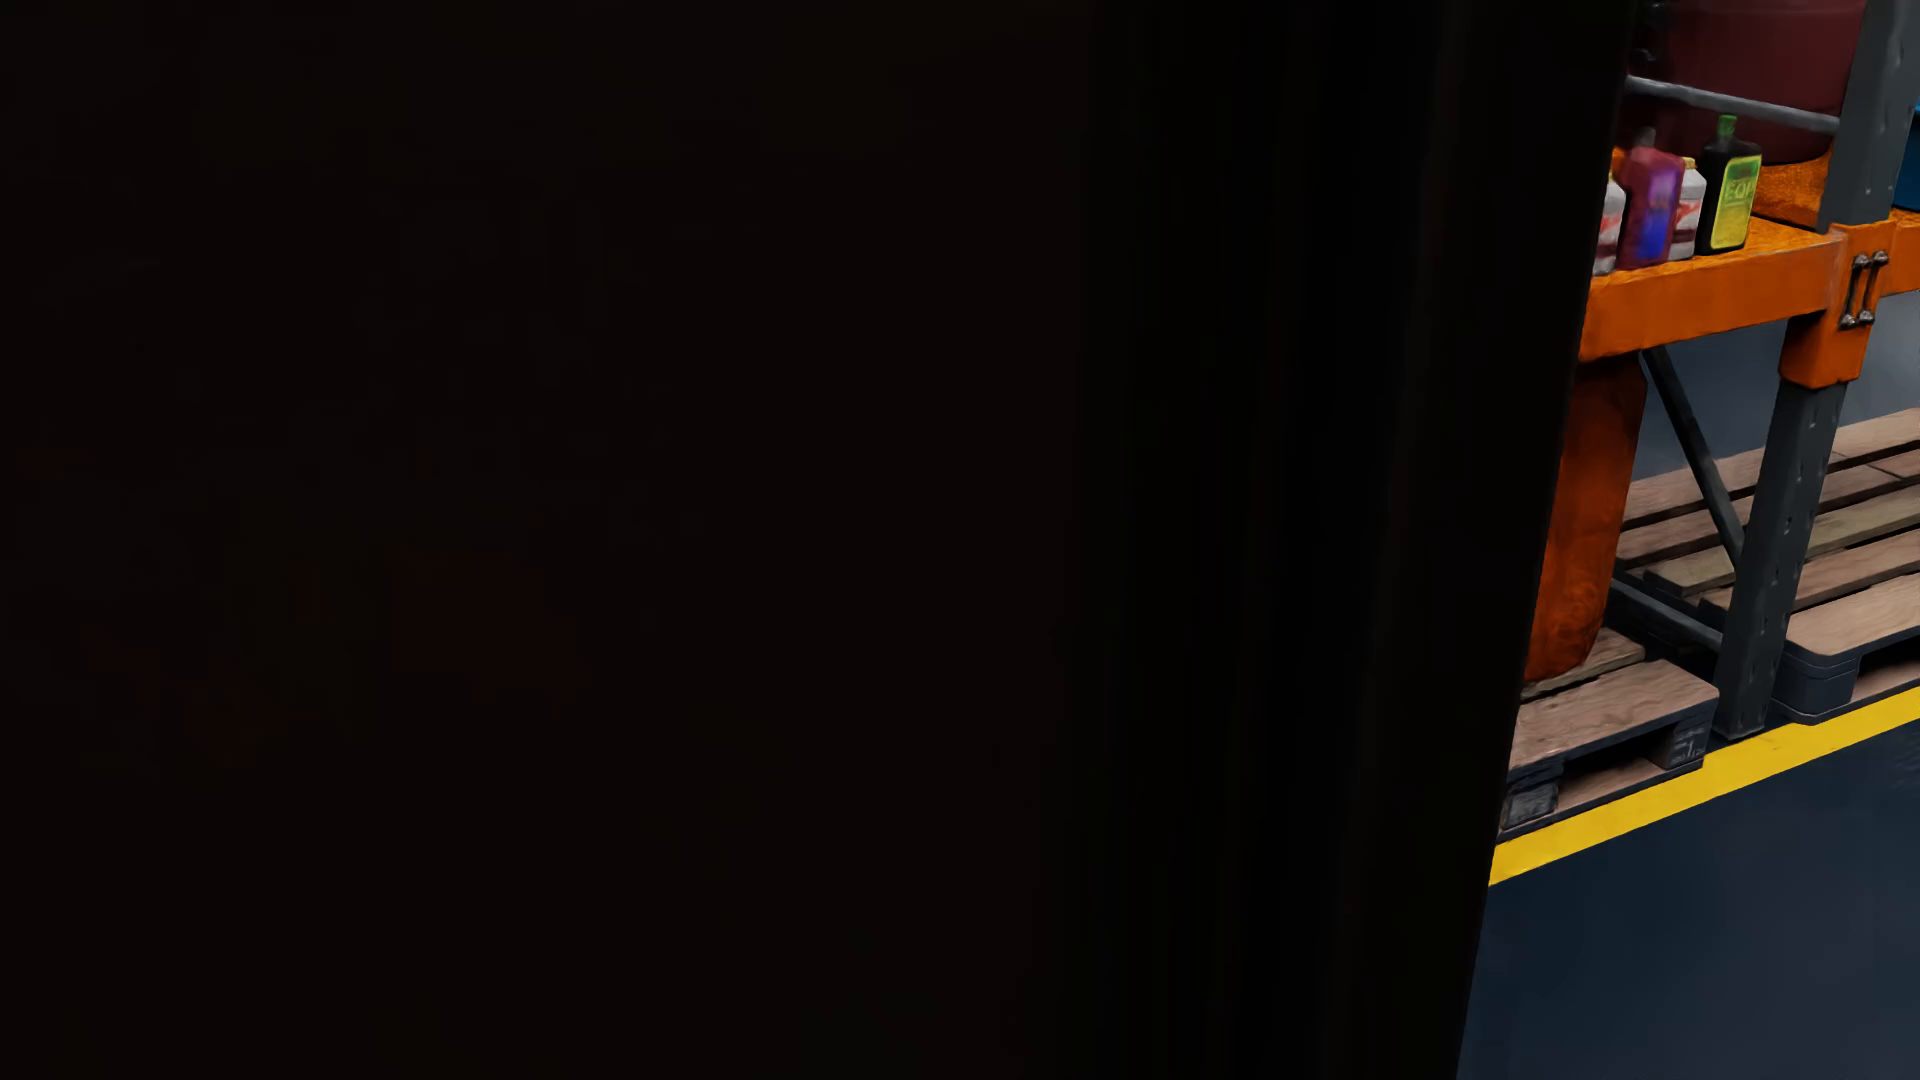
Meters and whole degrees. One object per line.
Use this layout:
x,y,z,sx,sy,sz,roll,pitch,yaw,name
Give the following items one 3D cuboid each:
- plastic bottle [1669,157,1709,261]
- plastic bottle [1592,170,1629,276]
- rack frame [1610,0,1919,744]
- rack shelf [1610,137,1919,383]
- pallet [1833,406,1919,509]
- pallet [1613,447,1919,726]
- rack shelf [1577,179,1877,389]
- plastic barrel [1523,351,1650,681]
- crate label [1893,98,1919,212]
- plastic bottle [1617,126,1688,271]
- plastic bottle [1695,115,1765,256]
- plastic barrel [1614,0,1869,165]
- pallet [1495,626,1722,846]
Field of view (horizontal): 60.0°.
1.493,-0.691,3.453,0.097,0.201,0.097,0,26,0,plastic bottle
1.289,-0.644,3.355,0.097,0.201,0.097,0,26,0,plastic bottle
1.760,-1.042,3.955,0.127,3.000,1.000,-13,29,-25,rack frame
3.524,-1.125,4.959,4.000,0.370,1.077,-13,29,-25,rack shelf
3.537,-0.175,5.371,1.213,0.211,1.003,-13,29,-25,pallet
2.461,0.072,4.857,1.213,0.211,1.003,-13,29,-25,pallet
-0.005,-0.311,3.263,4.000,0.370,1.077,-13,29,-25,rack shelf
1.336,-0.147,4.113,0.708,0.830,0.600,-13,29,-25,plastic barrel
2.308,-0.910,3.872,0.416,0.233,0.303,-13,29,-25,crate label
1.400,-0.697,3.372,0.133,0.283,0.061,-13,29,-25,plastic bottle
1.603,-0.744,3.470,0.133,0.283,0.061,-13,29,-25,plastic bottle
2.027,-1.314,4.364,0.708,0.536,0.600,-13,29,-25,plastic barrel
1.084,0.391,4.191,1.213,0.211,1.003,-13,29,-25,pallet
